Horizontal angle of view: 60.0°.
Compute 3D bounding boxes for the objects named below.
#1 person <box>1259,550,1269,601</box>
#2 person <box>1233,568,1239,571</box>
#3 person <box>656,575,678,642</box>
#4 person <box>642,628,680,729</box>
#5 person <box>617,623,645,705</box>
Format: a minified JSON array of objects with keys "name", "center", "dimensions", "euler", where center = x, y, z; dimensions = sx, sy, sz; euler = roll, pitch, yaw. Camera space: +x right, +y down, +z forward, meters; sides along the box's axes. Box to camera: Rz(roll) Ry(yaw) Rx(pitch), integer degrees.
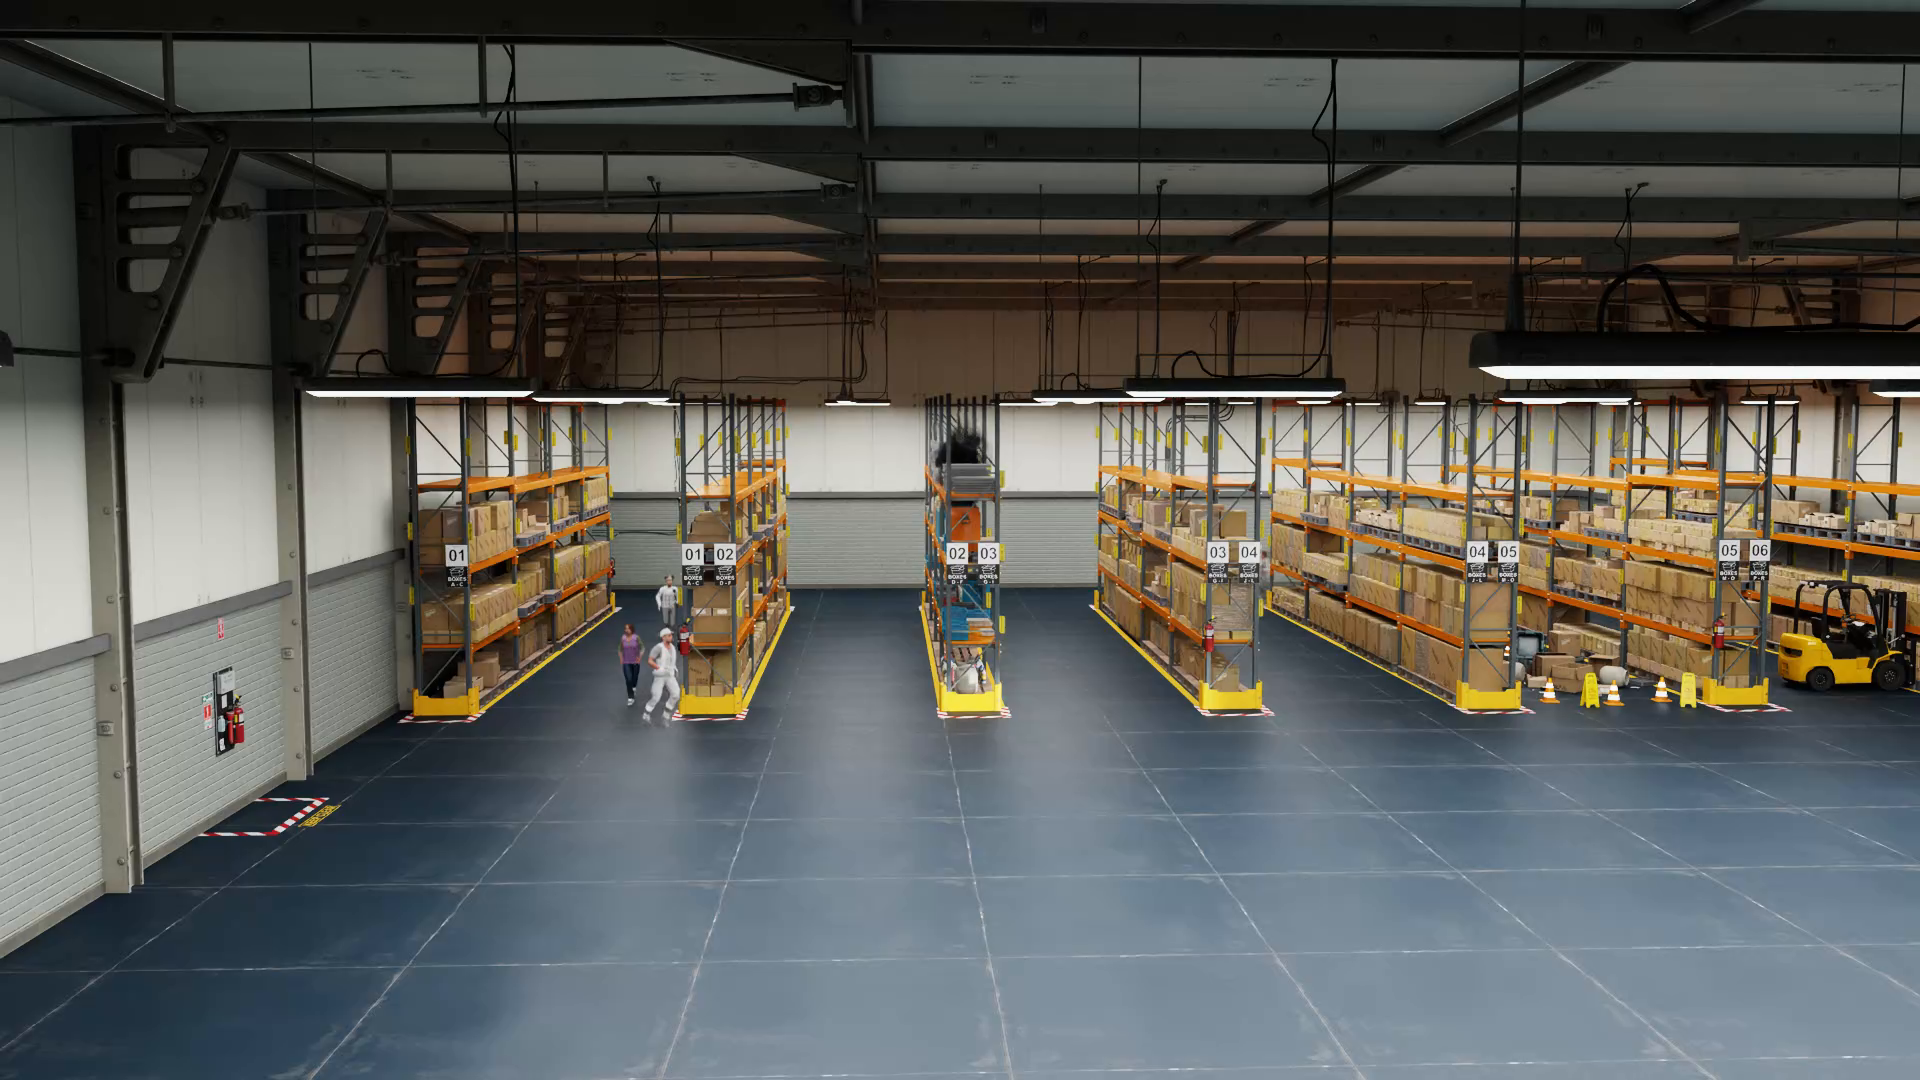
[{"name":"person","center":[8.907,1.076,48.934],"dimensions":[0.602,1.578,0.528],"euler":[-4,6,-41]},{"name":"person","center":[7.676,1.145,47.015],"dimensions":[0.716,1.773,0.924],"euler":[1,5,12]},{"name":"person","center":[-7.109,1.678,40.656],"dimensions":[0.599,1.657,0.562],"euler":[-1,5,-14]},{"name":"person","center":[-5.326,2.482,30.012],"dimensions":[0.677,1.782,0.717],"euler":[4,6,41]},{"name":"person","center":[-6.400,2.407,32.358],"dimensions":[0.537,1.551,0.506],"euler":[0,5,-3]}]
